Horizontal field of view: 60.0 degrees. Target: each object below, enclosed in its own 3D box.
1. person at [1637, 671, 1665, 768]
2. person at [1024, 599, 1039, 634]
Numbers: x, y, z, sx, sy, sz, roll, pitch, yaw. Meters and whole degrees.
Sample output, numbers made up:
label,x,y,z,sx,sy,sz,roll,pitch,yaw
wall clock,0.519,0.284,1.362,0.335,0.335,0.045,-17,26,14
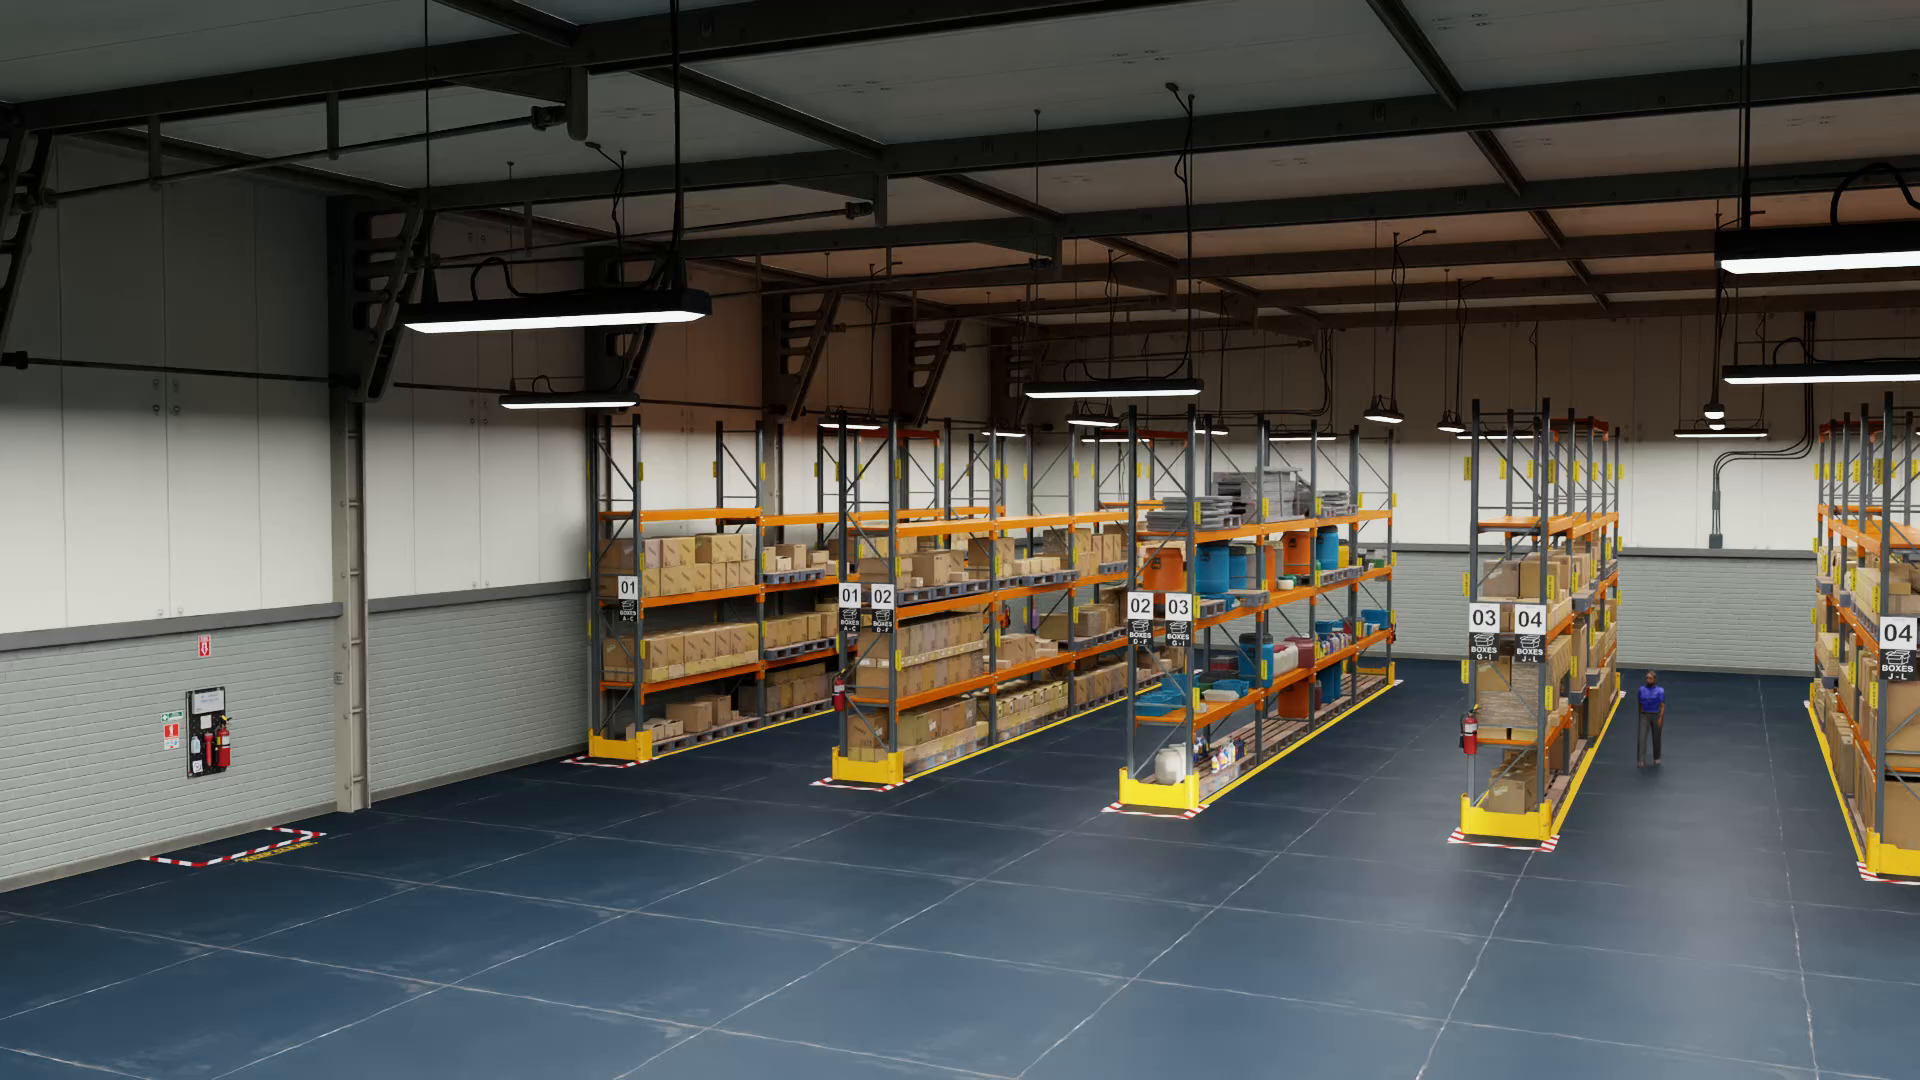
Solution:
label,x,y,z,sx,sy,sz,roll,pitch,yaw
person,11.651,3.021,28.056,0.462,1.607,0.955,1,3,32
person,1.897,2.389,44.213,0.355,1.627,0.478,2,3,41
